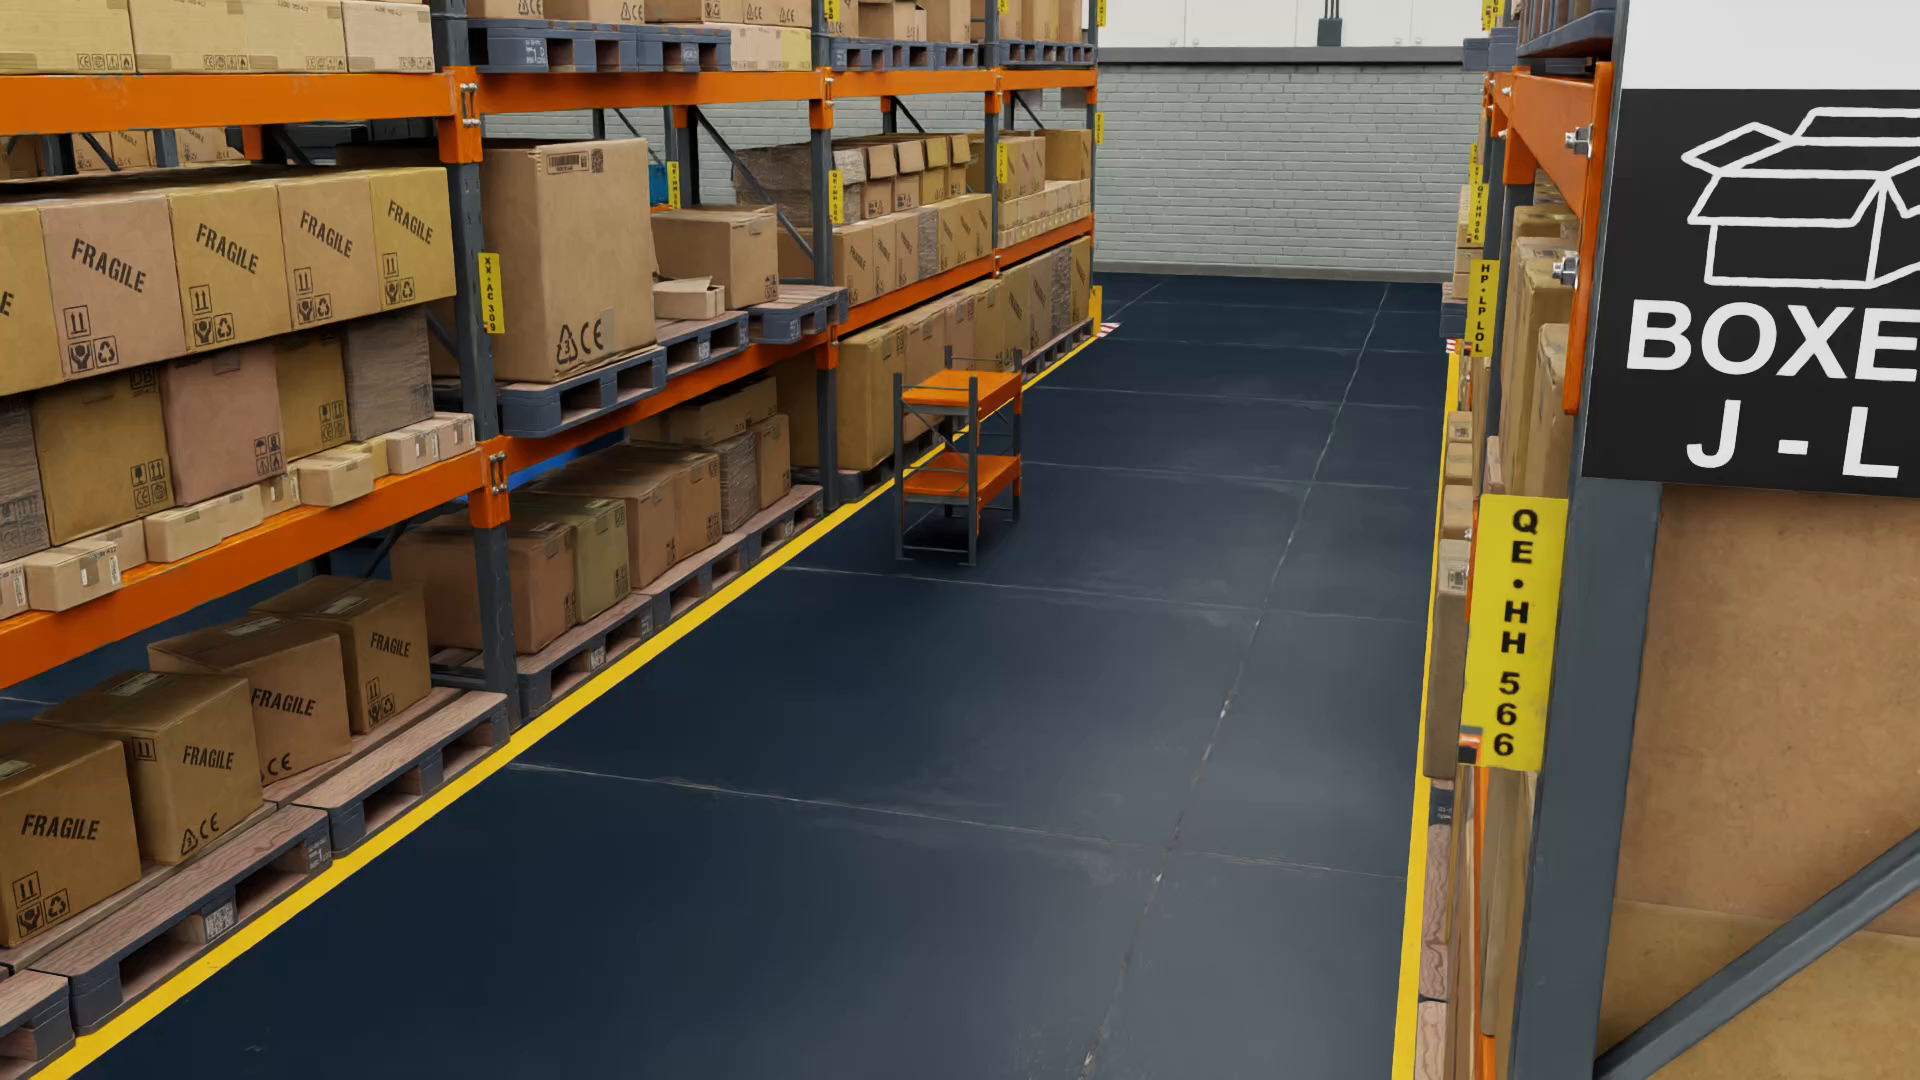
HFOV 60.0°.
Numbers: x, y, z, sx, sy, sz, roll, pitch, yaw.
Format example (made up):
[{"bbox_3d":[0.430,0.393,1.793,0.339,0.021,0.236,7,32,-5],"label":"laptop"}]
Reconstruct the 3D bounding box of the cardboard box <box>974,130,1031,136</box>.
[{"bbox_3d":[0.430,-3.968,17.177,0.500,0.500,0.500,4,16,15],"label":"cardboard box"}]

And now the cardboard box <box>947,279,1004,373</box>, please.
[{"bbox_3d":[-0.332,-1.736,14.077,1.225,0.875,0.875,5,16,16],"label":"cardboard box"}]

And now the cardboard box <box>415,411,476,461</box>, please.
[{"bbox_3d":[-2.222,-0.432,6.816,0.380,0.149,0.250,5,16,16],"label":"cardboard box"}]

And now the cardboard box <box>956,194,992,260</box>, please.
[{"bbox_3d":[-0.040,-2.630,13.920,0.500,0.500,0.500,5,16,16],"label":"cardboard box"}]

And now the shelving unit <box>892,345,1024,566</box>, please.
[{"bbox_3d":[0.002,-0.543,10.182,0.538,1.125,1.048,5,16,16],"label":"shelving unit"}]

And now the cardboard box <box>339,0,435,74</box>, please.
[{"bbox_3d":[-2.322,-1.863,6.180,0.500,0.250,0.500,5,17,18],"label":"cardboard box"}]

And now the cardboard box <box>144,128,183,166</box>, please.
[{"bbox_3d":[-8.969,-4.394,18.309,0.500,0.500,0.500,4,16,14],"label":"cardboard box"}]

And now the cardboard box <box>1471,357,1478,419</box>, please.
[{"bbox_3d":[2.605,-0.824,7.553,0.500,0.500,0.500,4,16,15],"label":"cardboard box"}]

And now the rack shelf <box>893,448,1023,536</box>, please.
[{"bbox_3d":[0.002,-0.308,10.249,0.538,0.278,1.000,5,16,16],"label":"rack shelf"}]

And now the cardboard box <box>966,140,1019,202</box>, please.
[{"bbox_3d":[0.212,-3.262,14.689,0.500,0.500,0.500,5,16,16],"label":"cardboard box"}]

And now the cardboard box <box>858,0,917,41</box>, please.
[{"bbox_3d":[-0.746,-3.909,12.160,0.797,0.503,0.637,4,16,15],"label":"cardboard box"}]

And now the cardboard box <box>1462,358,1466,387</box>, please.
[{"bbox_3d":[4.093,-1.141,12.665,0.500,0.500,0.500,5,17,18],"label":"cardboard box"}]

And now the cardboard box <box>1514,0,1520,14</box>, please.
[{"bbox_3d":[2.716,-2.480,7.290,0.500,0.311,0.500,4,16,15],"label":"cardboard box"}]

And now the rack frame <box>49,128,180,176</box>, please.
[{"bbox_3d":[-6.054,-2.063,12.104,1.000,3.000,0.127,5,16,16],"label":"rack frame"}]

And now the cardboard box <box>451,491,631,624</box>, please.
[{"bbox_3d":[-2.094,0.077,8.337,0.700,0.500,0.500,5,16,16],"label":"cardboard box"}]

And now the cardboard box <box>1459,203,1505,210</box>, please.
[{"bbox_3d":[3.490,-2.137,10.966,0.380,0.149,0.250,5,17,19],"label":"cardboard box"}]

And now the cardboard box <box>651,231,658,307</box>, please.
[{"bbox_3d":[-2.038,-1.344,8.613,0.797,0.503,0.637,6,17,22],"label":"cardboard box"}]

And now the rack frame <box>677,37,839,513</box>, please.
[{"bbox_3d":[-1.306,-1.679,10.750,1.000,3.000,0.127,5,16,16],"label":"rack frame"}]

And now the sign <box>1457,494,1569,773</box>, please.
[{"bbox_3d":[0.631,0.109,1.893,0.100,0.325,0.005,5,16,16],"label":"sign"}]

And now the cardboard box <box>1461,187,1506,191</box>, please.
[{"bbox_3d":[3.931,-2.541,12.390,0.380,0.149,0.250,5,17,17],"label":"cardboard box"}]

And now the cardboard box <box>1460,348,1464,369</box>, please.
[{"bbox_3d":[4.467,-1.538,14.164,0.380,0.149,0.250,4,16,14],"label":"cardboard box"}]

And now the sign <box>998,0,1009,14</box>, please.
[{"bbox_3d":[0.354,-4.529,13.778,0.100,0.325,0.005,5,16,16],"label":"sign"}]

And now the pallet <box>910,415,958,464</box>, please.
[{"bbox_3d":[-0.661,-0.856,12.959,1.003,0.211,1.213,5,16,16],"label":"pallet"}]

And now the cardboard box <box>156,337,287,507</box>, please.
[{"bbox_3d":[-2.851,-0.444,5.668,0.875,0.500,0.500,5,16,16],"label":"cardboard box"}]

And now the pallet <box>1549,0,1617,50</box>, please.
[{"bbox_3d":[1.348,-0.770,2.212,1.003,0.211,1.213,5,16,16],"label":"pallet"}]

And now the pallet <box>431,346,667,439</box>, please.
[{"bbox_3d":[-2.086,-0.728,7.752,1.003,0.211,1.213,5,16,16],"label":"pallet"}]

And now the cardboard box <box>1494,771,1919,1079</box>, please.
[{"bbox_3d":[1.210,0.653,2.256,0.875,0.550,0.550,5,16,16],"label":"cardboard box"}]

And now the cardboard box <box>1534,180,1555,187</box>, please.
[{"bbox_3d":[2.998,-1.413,7.799,0.700,0.500,0.500,4,16,15],"label":"cardboard box"}]

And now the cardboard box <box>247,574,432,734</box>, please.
[{"bbox_3d":[-2.594,0.470,6.986,0.500,0.500,0.500,4,16,14],"label":"cardboard box"}]

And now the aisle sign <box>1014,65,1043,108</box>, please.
[{"bbox_3d":[0.701,-5.064,17.923,0.394,0.787,0.004,5,16,16],"label":"aisle sign"}]

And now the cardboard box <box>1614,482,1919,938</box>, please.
[{"bbox_3d":[1.290,0.140,2.086,0.875,0.550,0.550,5,16,16],"label":"cardboard box"}]

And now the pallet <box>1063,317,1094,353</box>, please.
[{"bbox_3d":[0.816,-2.215,17.751,1.003,0.211,1.213,5,16,16],"label":"pallet"}]

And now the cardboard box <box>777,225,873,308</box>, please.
[{"bbox_3d":[-0.907,-1.833,11.110,0.500,0.500,0.500,5,17,18],"label":"cardboard box"}]

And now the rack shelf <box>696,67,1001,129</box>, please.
[{"bbox_3d":[-0.737,-3.299,12.284,1.077,0.370,4.000,5,16,16],"label":"rack shelf"}]

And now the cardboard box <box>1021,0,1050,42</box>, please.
[{"bbox_3d":[0.438,-4.942,15.622,0.700,0.500,0.500,5,17,18],"label":"cardboard box"}]

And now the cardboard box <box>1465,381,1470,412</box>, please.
[{"bbox_3d":[3.364,-0.827,10.185,0.500,0.250,0.500,4,16,15],"label":"cardboard box"}]

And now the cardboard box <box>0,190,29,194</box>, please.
[{"bbox_3d":[-3.229,-0.813,5.138,0.500,0.500,0.500,5,16,16],"label":"cardboard box"}]

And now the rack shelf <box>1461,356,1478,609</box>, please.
[{"bbox_3d":[2.853,-0.398,7.554,1.077,0.370,4.000,5,16,16],"label":"rack shelf"}]

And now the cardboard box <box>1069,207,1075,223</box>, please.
[{"bbox_3d":[0.965,-3.333,17.043,0.380,0.149,0.250,5,17,17],"label":"cardboard box"}]

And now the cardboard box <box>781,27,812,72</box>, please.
[{"bbox_3d":[-1.206,-2.906,9.856,0.500,0.250,0.500,5,16,16],"label":"cardboard box"}]

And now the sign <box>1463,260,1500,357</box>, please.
[{"bbox_3d":[1.761,-0.779,5.604,0.100,0.325,0.005,5,16,16],"label":"sign"}]

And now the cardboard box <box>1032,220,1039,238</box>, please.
[{"bbox_3d":[0.528,-2.929,15.620,0.380,0.149,0.250,4,16,15],"label":"cardboard box"}]

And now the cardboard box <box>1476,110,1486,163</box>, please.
[{"bbox_3d":[5.006,-3.669,15.207,0.500,0.500,0.500,4,16,15],"label":"cardboard box"}]

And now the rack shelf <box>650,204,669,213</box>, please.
[{"bbox_3d":[-4.349,-3.286,17.737,1.077,0.370,4.000,5,16,16],"label":"rack shelf"}]

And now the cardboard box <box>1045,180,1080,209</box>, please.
[{"bbox_3d":[0.940,-3.562,17.122,0.500,0.250,0.500,4,16,15],"label":"cardboard box"}]

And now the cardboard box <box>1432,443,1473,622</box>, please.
[{"bbox_3d":[2.917,-0.006,8.206,1.050,0.750,0.750,5,17,17],"label":"cardboard box"}]

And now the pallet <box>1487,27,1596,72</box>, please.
[{"bbox_3d":[3.289,-2.447,8.309,1.213,0.211,1.003,5,17,18],"label":"pallet"}]

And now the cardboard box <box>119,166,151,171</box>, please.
[{"bbox_3d":[-9.117,-3.789,18.007,0.500,0.500,0.500,5,17,17],"label":"cardboard box"}]

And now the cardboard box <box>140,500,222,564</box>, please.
[{"bbox_3d":[-2.662,-0.041,5.437,0.380,0.149,0.250,5,16,16],"label":"cardboard box"}]

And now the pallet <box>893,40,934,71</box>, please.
[{"bbox_3d":[-0.859,-3.496,12.007,1.003,0.211,1.213,5,17,18],"label":"pallet"}]

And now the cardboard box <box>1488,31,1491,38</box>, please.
[{"bbox_3d":[4.876,-4.477,14.478,0.500,0.250,0.500,4,16,14],"label":"cardboard box"}]

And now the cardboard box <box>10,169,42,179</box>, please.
[{"bbox_3d":[-9.770,-3.693,17.669,0.500,0.500,0.500,5,17,17],"label":"cardboard box"}]

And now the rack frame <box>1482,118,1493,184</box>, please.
[{"bbox_3d":[4.558,-2.314,12.990,1.000,3.000,0.127,5,16,16],"label":"rack frame"}]

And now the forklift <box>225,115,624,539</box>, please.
[{"bbox_3d":[-3.719,-1.508,10.275,3.031,2.935,1.130,2,16,5],"label":"forklift"}]
